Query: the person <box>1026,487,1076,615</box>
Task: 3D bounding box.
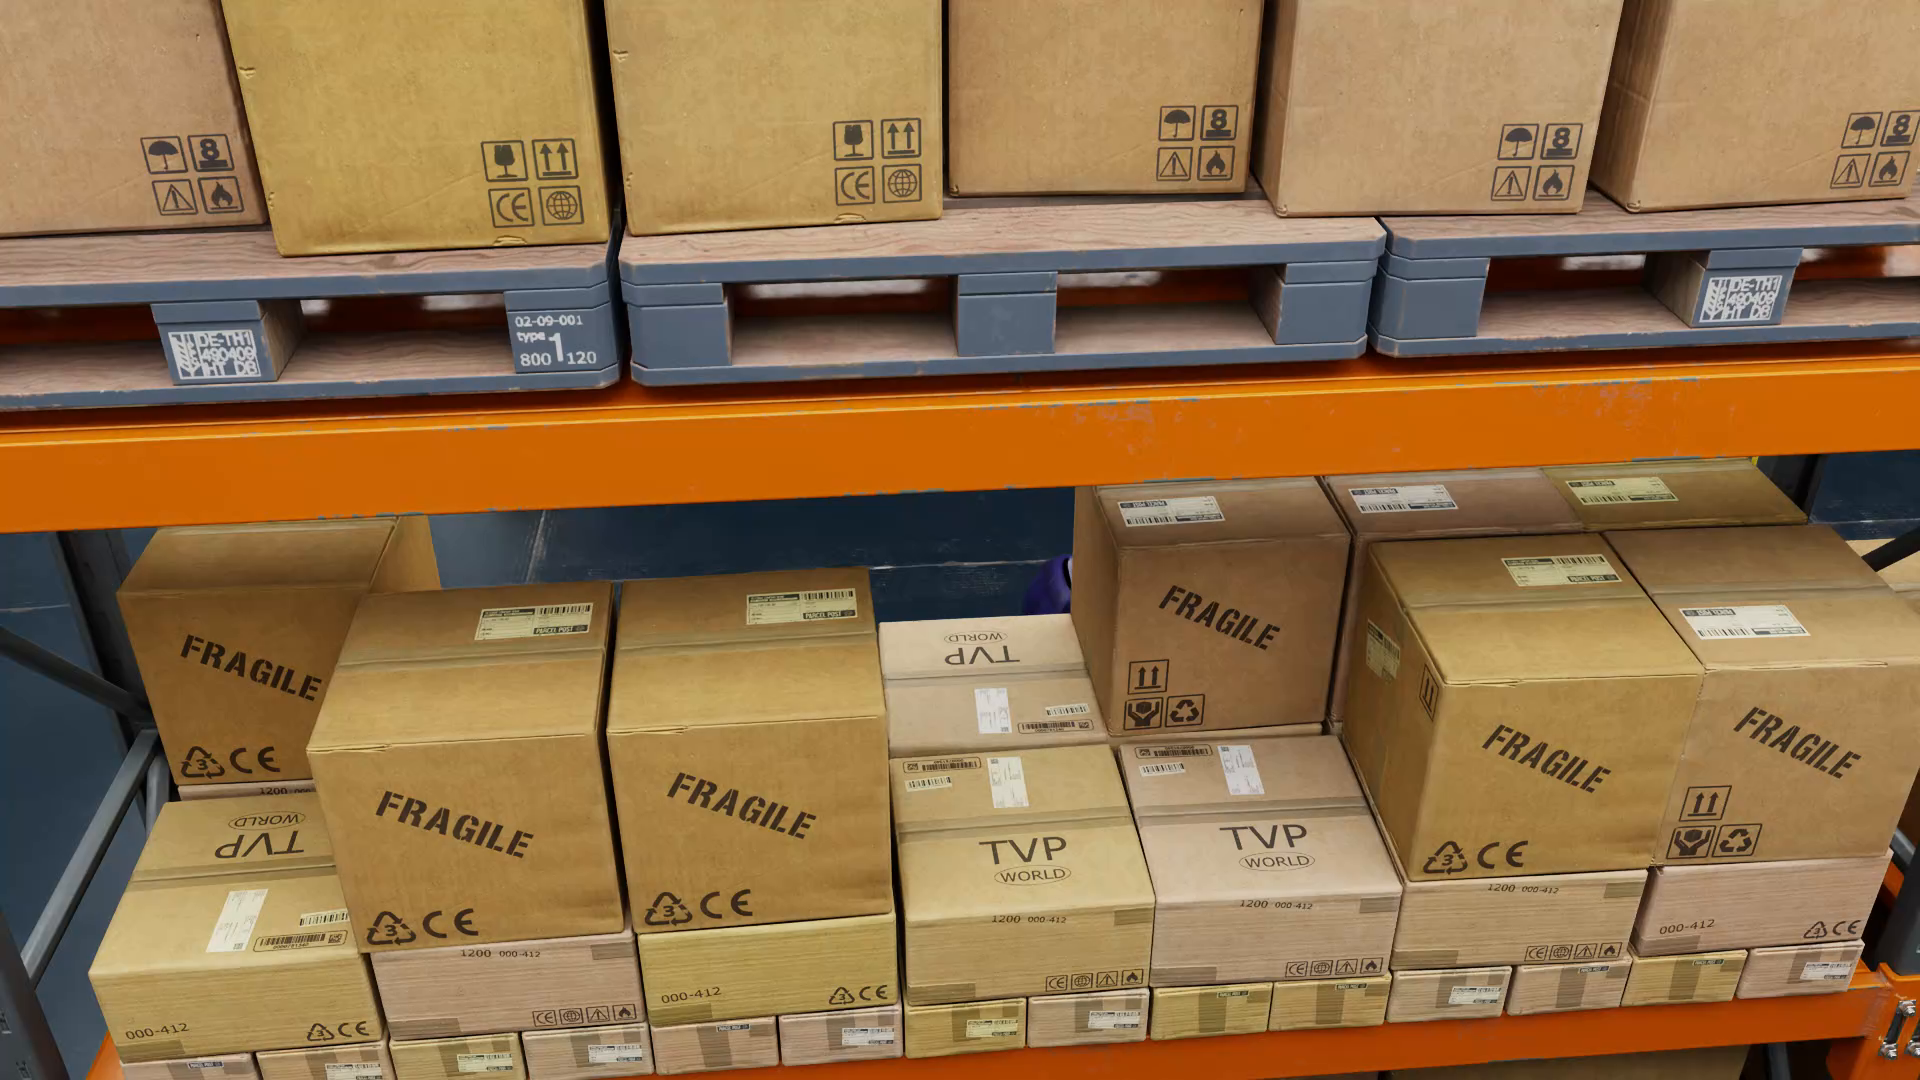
[{"bbox_3d":[0.429,0.255,5.723,0.369,1.650,0.551,-4,32,-7],"label":"person"}]
